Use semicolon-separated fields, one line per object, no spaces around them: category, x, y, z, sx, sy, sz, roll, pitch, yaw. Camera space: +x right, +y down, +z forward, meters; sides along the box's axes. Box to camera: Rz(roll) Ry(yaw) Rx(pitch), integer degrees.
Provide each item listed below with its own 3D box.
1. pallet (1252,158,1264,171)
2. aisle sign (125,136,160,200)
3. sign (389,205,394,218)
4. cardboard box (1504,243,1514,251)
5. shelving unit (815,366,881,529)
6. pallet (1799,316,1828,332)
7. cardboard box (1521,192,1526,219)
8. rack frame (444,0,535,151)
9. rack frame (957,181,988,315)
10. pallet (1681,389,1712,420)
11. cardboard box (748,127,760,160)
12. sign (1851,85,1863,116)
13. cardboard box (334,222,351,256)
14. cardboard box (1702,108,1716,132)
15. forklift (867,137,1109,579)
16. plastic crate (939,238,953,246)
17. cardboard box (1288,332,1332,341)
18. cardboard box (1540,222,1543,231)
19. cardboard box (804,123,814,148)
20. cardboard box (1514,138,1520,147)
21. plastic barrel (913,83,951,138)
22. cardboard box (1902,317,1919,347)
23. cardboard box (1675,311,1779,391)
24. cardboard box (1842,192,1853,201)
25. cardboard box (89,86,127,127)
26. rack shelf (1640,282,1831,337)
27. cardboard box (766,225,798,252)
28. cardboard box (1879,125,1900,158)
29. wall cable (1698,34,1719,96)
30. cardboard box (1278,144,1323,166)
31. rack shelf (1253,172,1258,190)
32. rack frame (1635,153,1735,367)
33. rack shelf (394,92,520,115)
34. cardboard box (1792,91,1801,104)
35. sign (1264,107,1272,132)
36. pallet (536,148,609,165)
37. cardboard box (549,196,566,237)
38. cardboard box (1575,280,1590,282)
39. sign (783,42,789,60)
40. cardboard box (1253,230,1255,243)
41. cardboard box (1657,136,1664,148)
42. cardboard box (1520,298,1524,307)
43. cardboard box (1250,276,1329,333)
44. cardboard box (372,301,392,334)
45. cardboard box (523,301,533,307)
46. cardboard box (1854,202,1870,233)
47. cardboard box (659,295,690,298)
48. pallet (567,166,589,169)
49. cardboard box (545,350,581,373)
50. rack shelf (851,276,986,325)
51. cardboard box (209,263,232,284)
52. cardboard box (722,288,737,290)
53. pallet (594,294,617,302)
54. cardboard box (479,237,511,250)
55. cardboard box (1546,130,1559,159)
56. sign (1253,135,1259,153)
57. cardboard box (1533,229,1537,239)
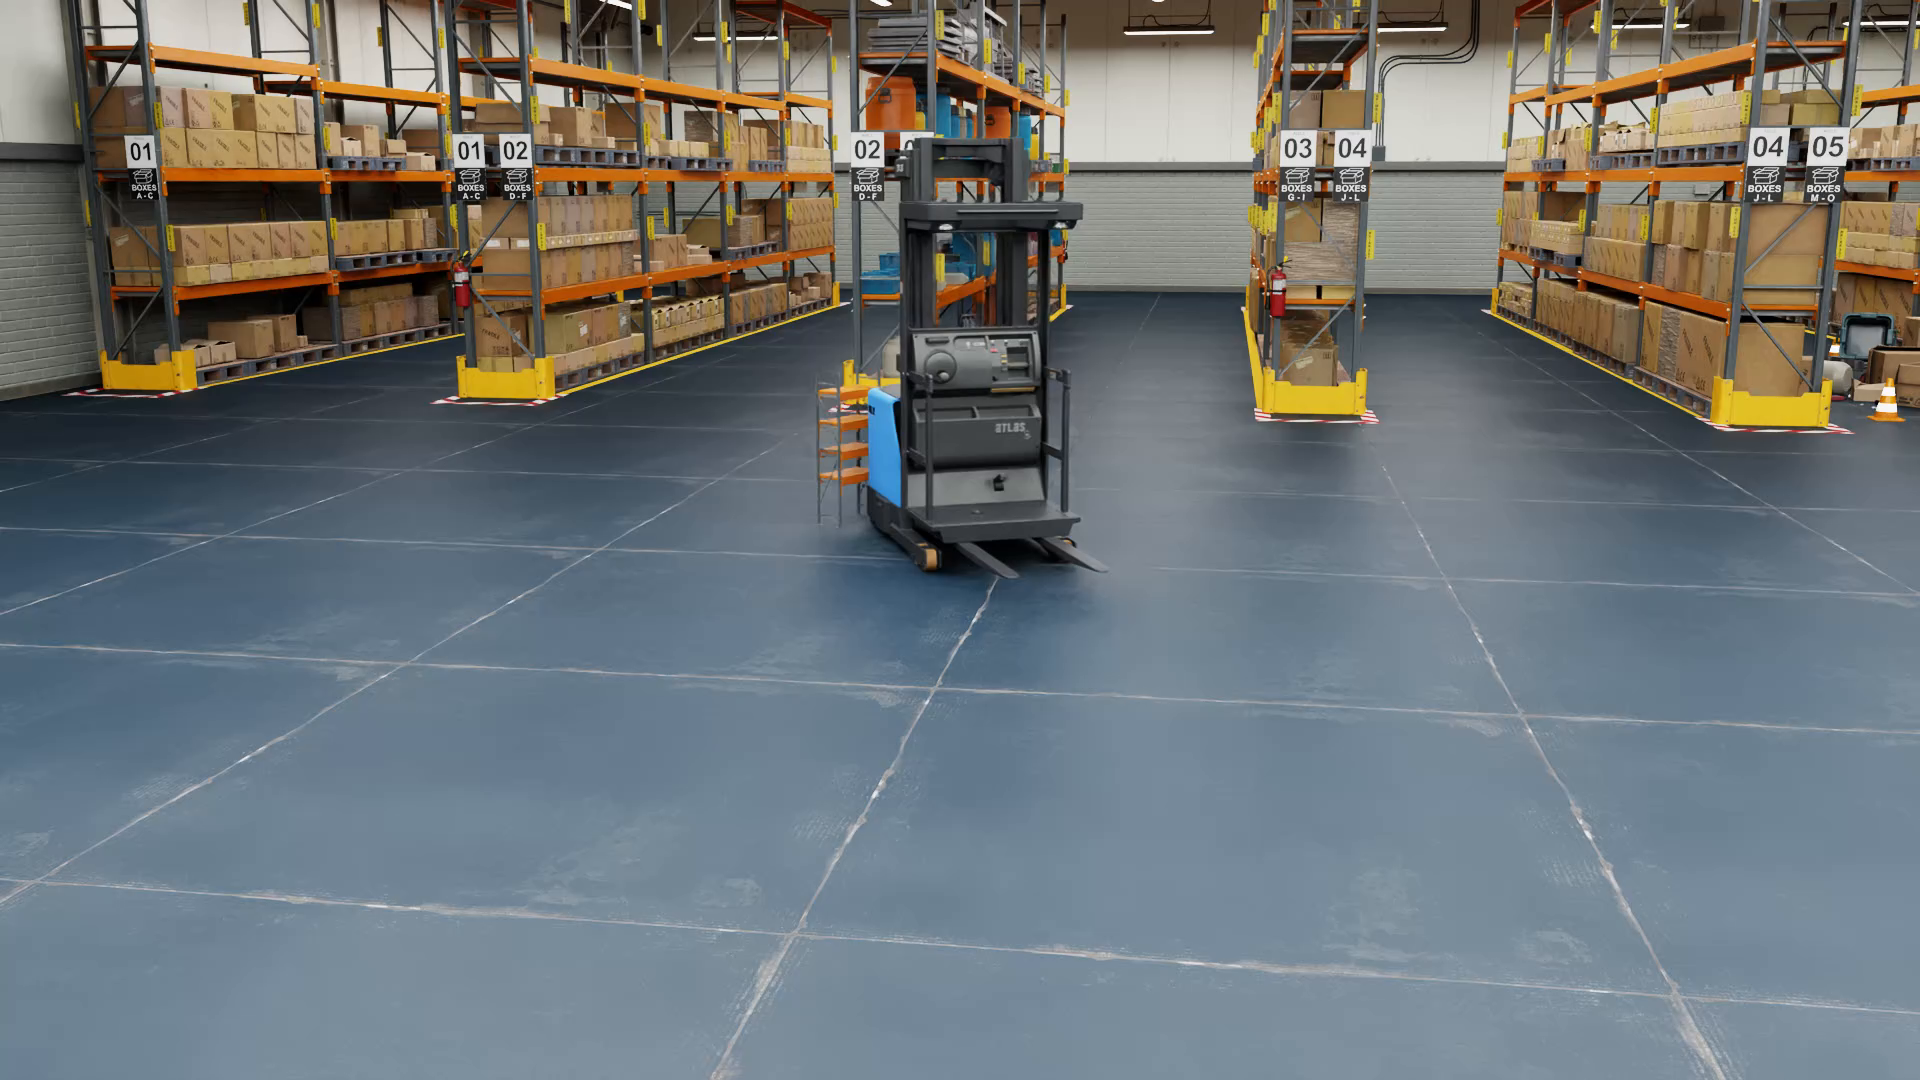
pallet;5.393;-6.125;27.121;1.213;0.211;1.003;2;12;11
aisle sign;-10.282;-4.677;20.905;0.394;0.787;0.004;2;12;9
sign;-9.886;-5.680;28.979;0.100;0.325;0.005;2;12;9
cardboard box;10.996;-5.810;32.930;0.380;0.149;0.250;2;12;7
shelving unit;-0.872;-0.732;13.035;0.258;1.200;0.503;9;15;35
pallet;15.948;-3.919;30.177;1.003;0.211;1.213;2;12;9
cardboard box;10.819;-6.269;31.147;0.500;0.500;0.500;2;12;10
rack frame;-5.672;-6.204;19.920;1.000;3.000;0.127;2;12;9
rack frame;0.452;-4.775;27.532;1.000;3.000;0.127;2;12;9
pallet;9.047;-1.574;19.294;1.003;0.211;1.213;2;12;9
cardboard box;-4.057;-7.296;30.638;0.600;0.600;0.600;2;12;8
sign;9.549;-4.681;17.710;0.100;0.325;0.005;2;12;9
cardboard box;-9.840;-4.632;25.587;0.700;0.500;0.500;2;12;9
cardboard box;8.957;-4.880;19.312;0.500;0.250;0.500;2;12;8
forklift;0.184;-1.304;11.589;1.130;2.935;3.031;-4;13;-16
plastic crate;-0.098;-4.480;26.010;0.402;0.464;0.583;2;12;9
cardboard box;4.532;-2.432;21.596;0.500;0.500;0.500;1;12;4
cardboard box;10.212;-5.409;28.657;0.380;0.149;0.250;2;12;8
cardboard box;-3.406;-8.290;34.107;0.700;0.500;0.500;2;12;9
cardboard box;10.979;-7.713;32.268;0.380;0.149;0.250;2;12;9
plastic barrel;-0.422;-5.656;22.310;0.600;0.901;0.708;2;12;9
cardboard box;12.760;-2.661;21.855;0.500;0.500;0.500;2;12;9
cardboard box;9.174;-2.261;19.911;0.875;0.875;0.875;2;12;8
cardboard box;15.487;-6.056;29.322;0.380;0.149;0.250;2;12;7
cardboard box;-10.759;-5.543;21.315;0.500;0.500;0.500;2;12;11
rack shelf;9.309;-2.832;20.224;1.077;0.370;4.000;2;12;9
cardboard box;-3.479;-5.915;32.584;0.500;0.500;0.500;2;12;10
cardboard box;15.123;-6.391;26.672;0.500;0.500;0.500;2;12;9
wall cable;16.965;-10.085;37.929;0.463;3.000;0.029;2;12;9
cardboard box;3.939;-4.451;19.263;0.500;0.250;0.500;2;12;10
rack shelf;6.269;-6.978;32.342;1.077;0.370;4.000;2;12;9
rack frame;9.617;-3.600;22.080;1.000;3.000;0.127;2;12;9
rack shelf;-9.029;-7.898;30.439;1.077;0.370;4.000;2;12;9
cardboard box;9.407;-4.867;18.304;0.380;0.149;0.250;2;12;9
sign;4.182;-5.711;22.591;0.100;0.325;0.005;2;12;9
pallet;-5.352;-5.095;22.107;1.003;0.211;1.213;2;12;9
cardboard box;-5.504;-4.172;21.414;0.700;0.500;0.500;2;12;7
cardboard box;10.890;-4.346;28.695;0.500;0.250;0.500;2;12;11
sign;-3.277;-9.219;31.319;0.100;0.325;0.005;2;12;9
cardboard box;6.007;-5.939;32.583;0.500;0.250;0.500;2;12;8
cardboard box;9.225;-5.133;21.435;0.380;0.149;0.250;2;12;8
cardboard box;10.635;-4.412;30.909;0.380;0.149;0.250;1;12;7
cardboard box;5.473;-3.924;27.630;1.225;0.875;0.875;1;12;6
cardboard box;-9.707;-3.625;27.081;0.700;0.500;0.500;2;12;9
cardboard box;-8.693;-4.944;32.420;0.750;0.750;0.750;2;12;9
cardboard box;15.272;-5.371;27.683;0.500;0.500;0.500;2;12;7
cardboard box;-4.812;-3.972;28.004;0.500;0.311;0.500;2;12;11
pallet;-8.395;-7.775;34.542;1.003;0.211;1.213;2;12;9
cardboard box;-5.296;-2.341;21.766;0.500;0.250;0.500;2;12;9
rack shelf;-0.470;-3.175;21.812;1.077;0.370;4.000;2;12;9
cardboard box;-10.113;-3.567;22.235;0.500;0.250;0.500;1;12;7
cardboard box;-4.375;-4.349;30.443;0.500;0.500;0.500;1;12;7
pallet;-8.152;-5.229;36.258;1.003;0.211;1.213;2;12;9
cardboard box;-5.801;-3.723;20.871;0.380;0.149;0.250;2;12;8
cardboard box;10.680;-6.911;29.087;0.700;0.500;0.500;2;12;9
sign;5.413;-7.223;30.354;0.100;0.325;0.005;2;12;9
cardboard box;10.294;-5.373;29.196;0.380;0.149;0.250;2;12;8
